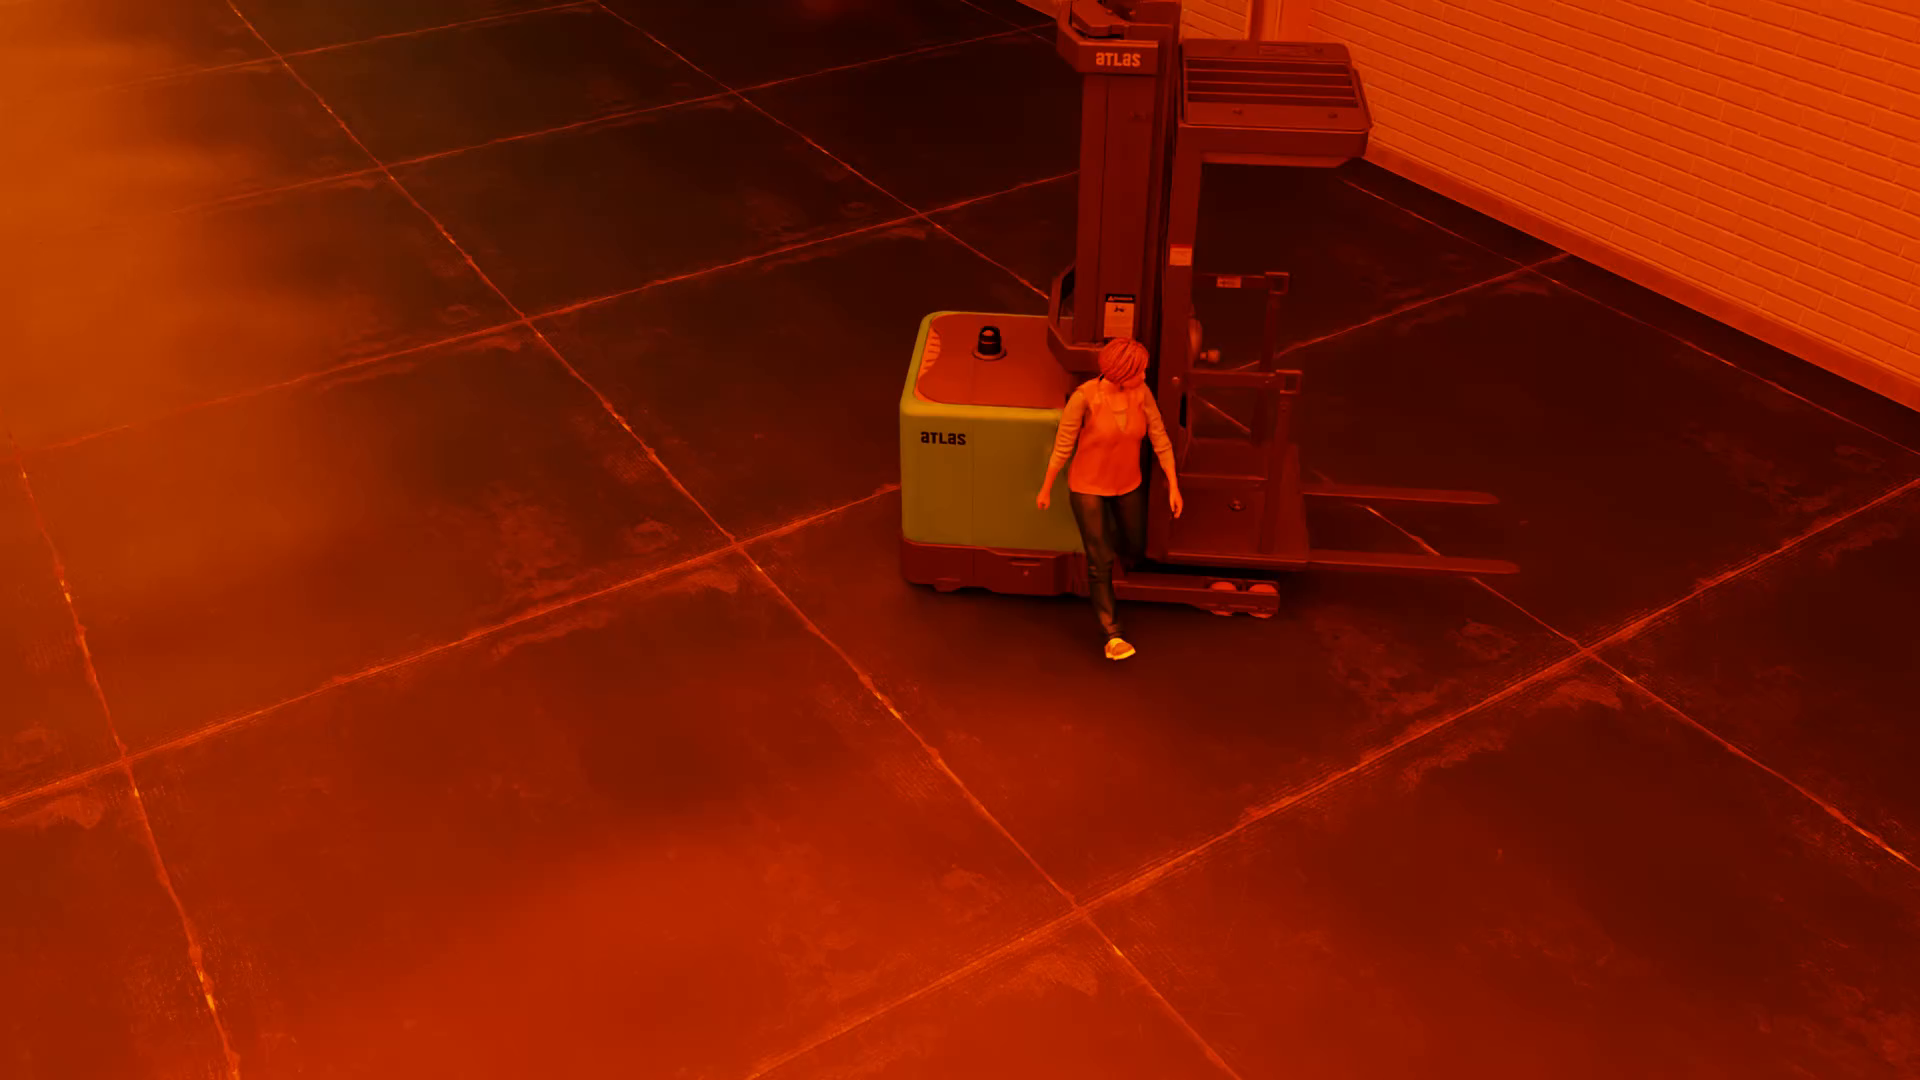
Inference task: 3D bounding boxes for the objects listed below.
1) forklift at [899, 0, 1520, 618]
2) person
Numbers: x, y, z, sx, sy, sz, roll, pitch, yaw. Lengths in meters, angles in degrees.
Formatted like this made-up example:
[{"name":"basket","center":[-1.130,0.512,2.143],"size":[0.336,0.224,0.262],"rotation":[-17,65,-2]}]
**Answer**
[{"name":"forklift","center":[1.252,-1.140,7.770],"size":[3.031,2.935,1.130],"rotation":[3,35,5]},{"name":"person","center":[0.694,-0.205,7.633],"size":[0.575,1.510,0.862],"rotation":[-15,38,-21]}]
